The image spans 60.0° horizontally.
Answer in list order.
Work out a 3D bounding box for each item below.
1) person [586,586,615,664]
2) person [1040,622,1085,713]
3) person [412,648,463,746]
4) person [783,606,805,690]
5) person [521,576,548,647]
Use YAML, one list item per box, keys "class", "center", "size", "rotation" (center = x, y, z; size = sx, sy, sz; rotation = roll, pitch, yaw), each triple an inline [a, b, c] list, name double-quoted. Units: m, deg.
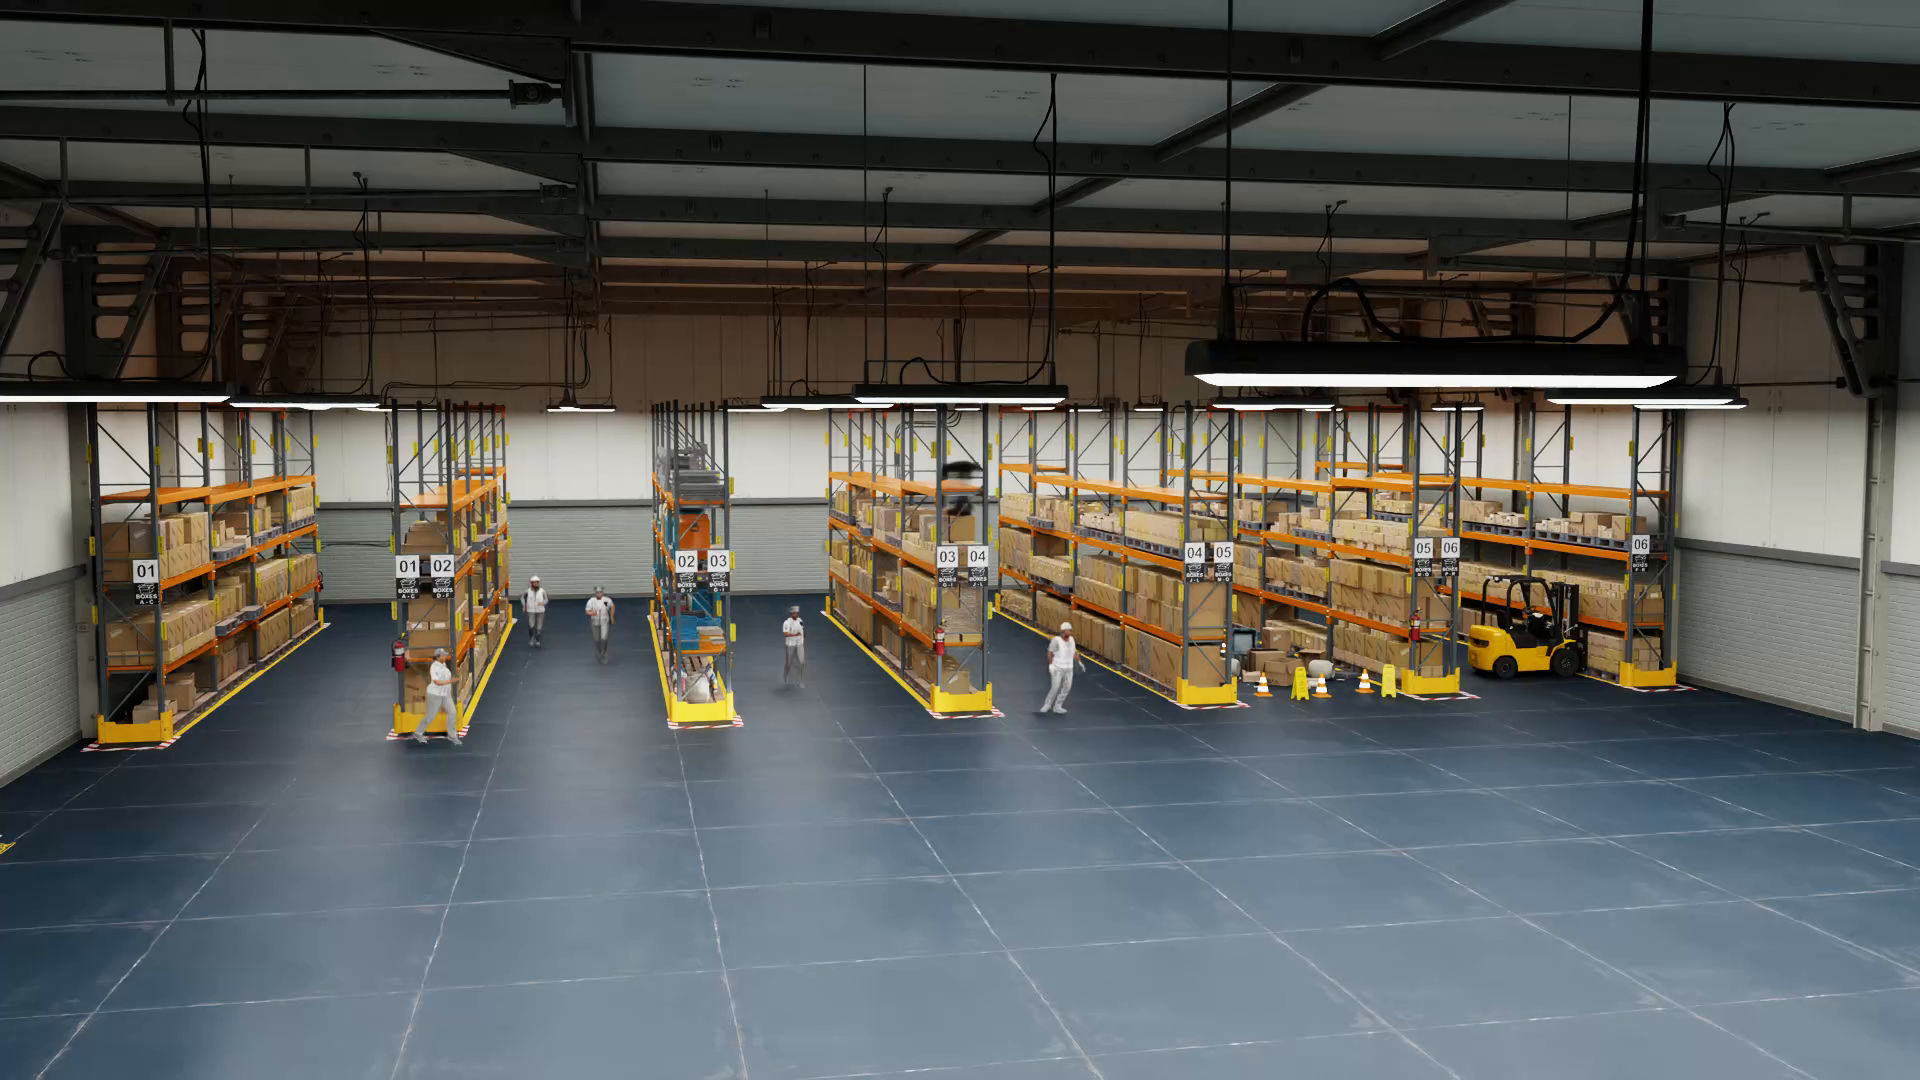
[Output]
- class: "person"
  center: [-8.307, 1.961, 38.353]
  size: [0.616, 1.838, 0.855]
  rotation: [0, 4, -4]
- class: "person"
  center: [1.947, 2.455, 31.775]
  size: [0.788, 1.745, 0.575]
  rotation: [-3, 5, -37]
- class: "person"
  center: [-9.047, 2.717, 28.751]
  size: [0.855, 1.712, 0.570]
  rotation: [1, 4, 9]
- class: "person"
  center: [-3.493, 2.242, 34.932]
  size: [0.536, 1.732, 0.861]
  rotation: [-2, 5, -26]
- class: "person"
  center: [-10.443, 1.759, 40.848]
  size: [0.649, 1.732, 0.648]
  rotation: [-1, 5, -17]
